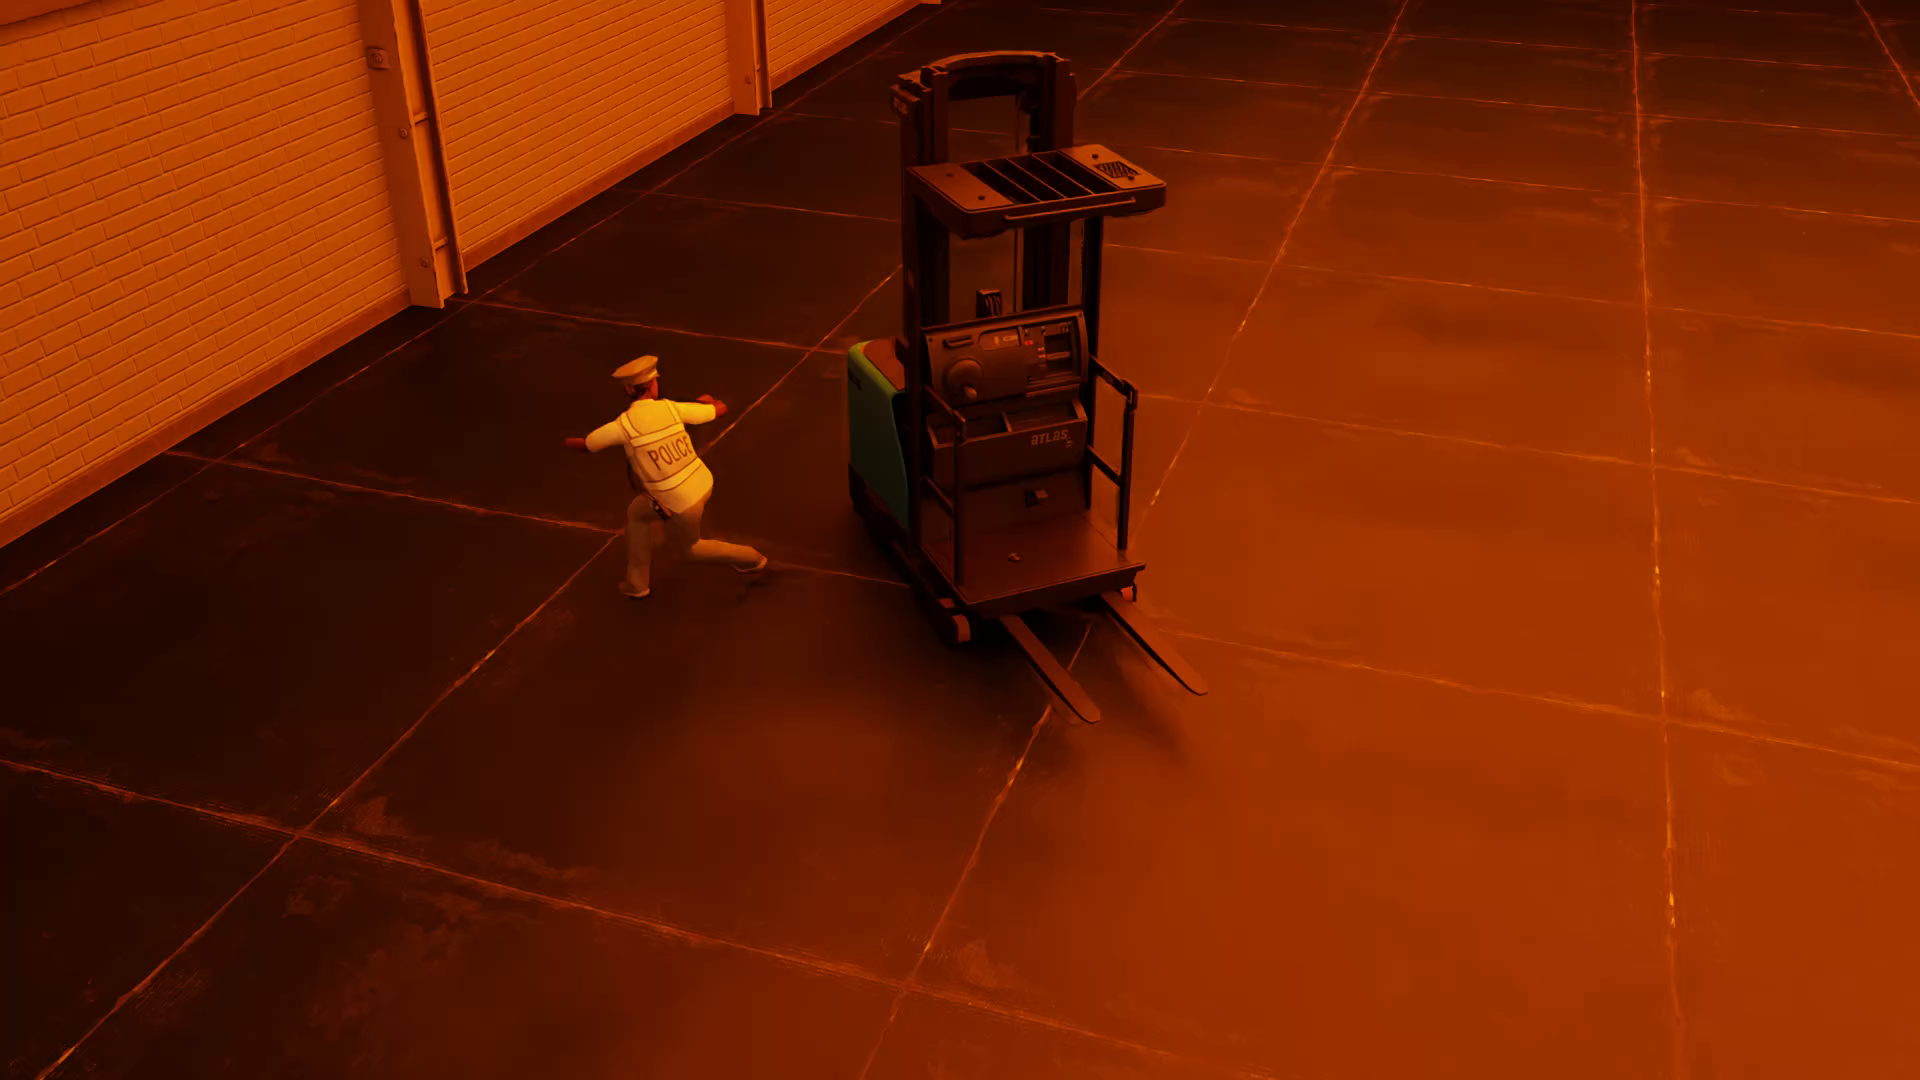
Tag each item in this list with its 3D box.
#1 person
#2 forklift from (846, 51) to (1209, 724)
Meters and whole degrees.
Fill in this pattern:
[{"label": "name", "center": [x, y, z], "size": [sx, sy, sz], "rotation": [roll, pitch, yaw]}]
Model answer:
[{"label": "person", "center": [-1.674, -0.381, 9.367], "size": [1.088, 1.460, 0.827], "rotation": [13, 32, 21]}, {"label": "forklift", "center": [0.345, -0.944, 8.792], "size": [1.130, 2.935, 3.031], "rotation": [-12, 32, -20]}]
